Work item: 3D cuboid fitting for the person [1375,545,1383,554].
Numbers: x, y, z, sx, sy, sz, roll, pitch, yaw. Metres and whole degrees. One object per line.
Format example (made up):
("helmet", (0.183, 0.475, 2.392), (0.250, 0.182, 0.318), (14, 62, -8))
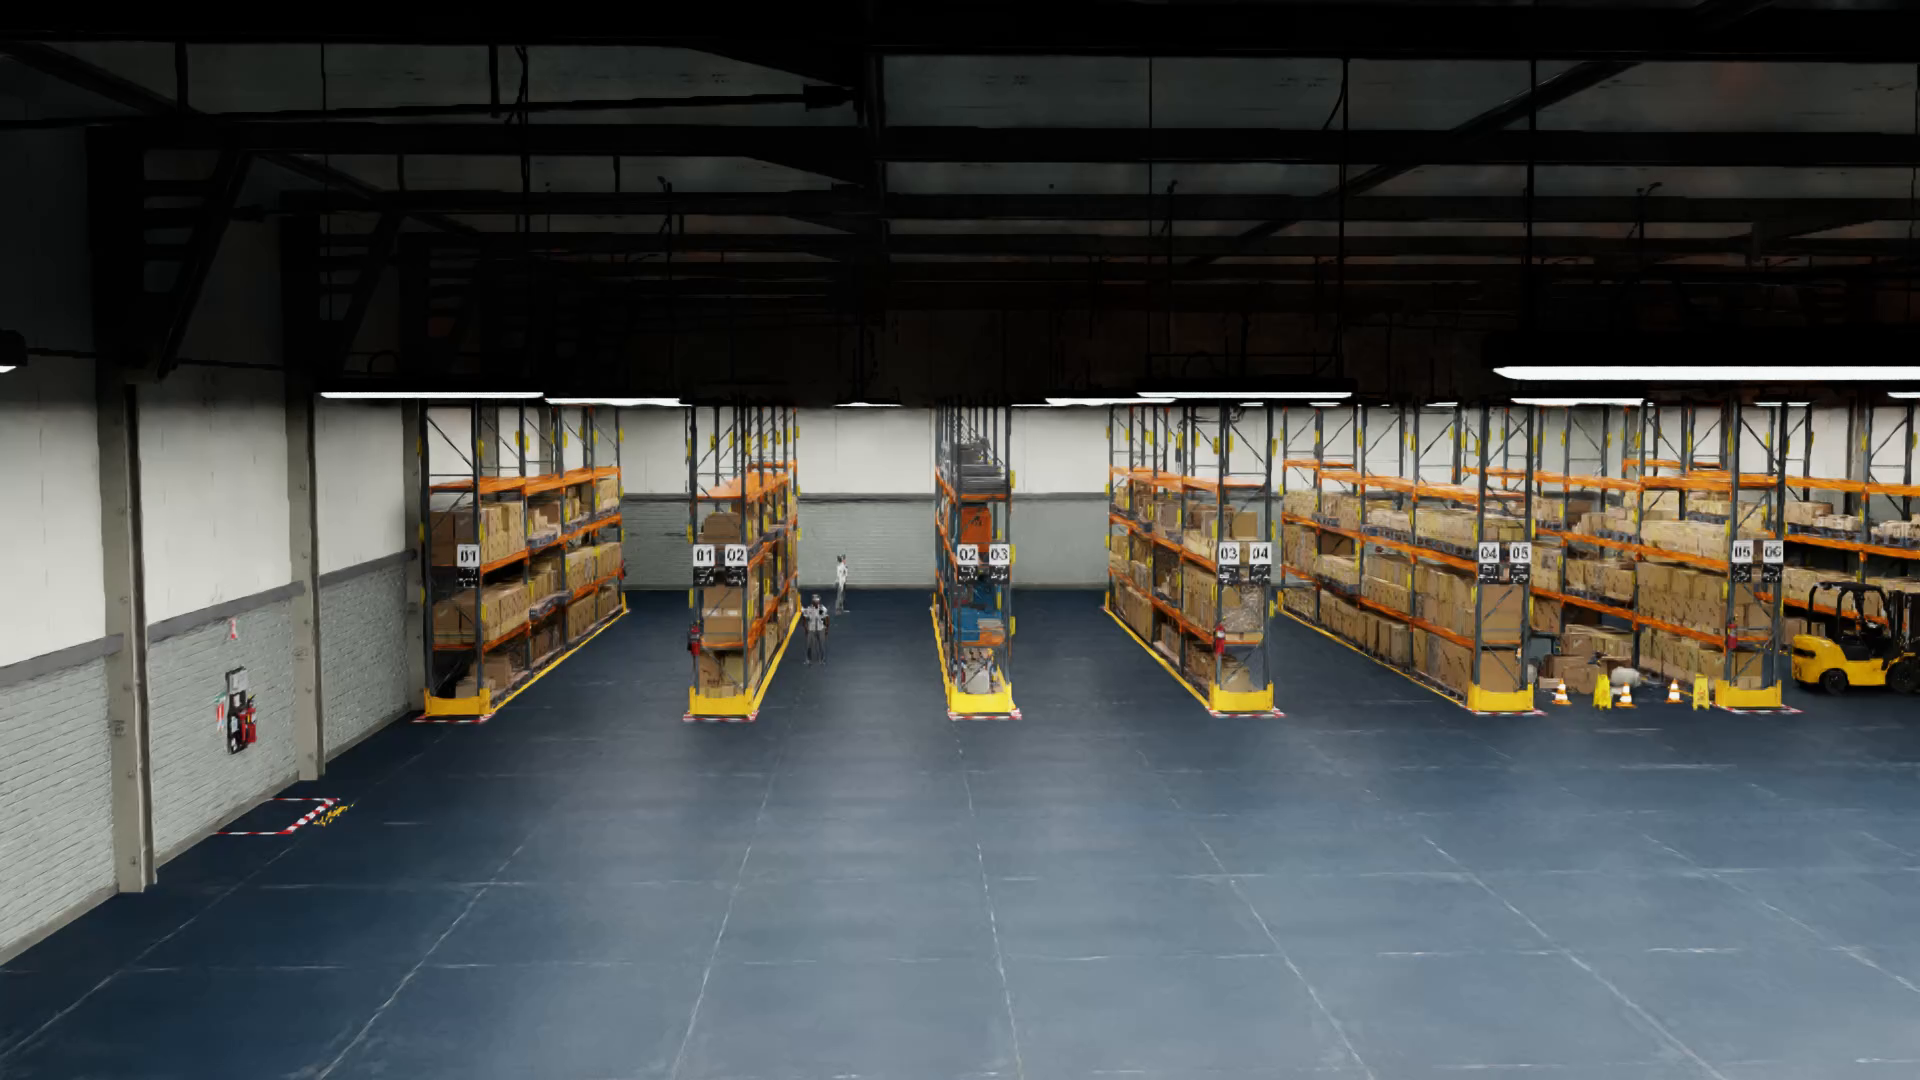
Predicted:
("person", (12.770, 0.960, 50.335), (0.424, 1.590, 0.561), (-2, 5, -27))

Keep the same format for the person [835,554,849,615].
("person", (-3.301, 1.221, 46.418), (0.365, 1.680, 0.537), (1, 5, 7))

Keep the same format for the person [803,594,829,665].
("person", (-3.213, 1.997, 37.115), (0.592, 1.629, 0.526), (0, 5, -4))
